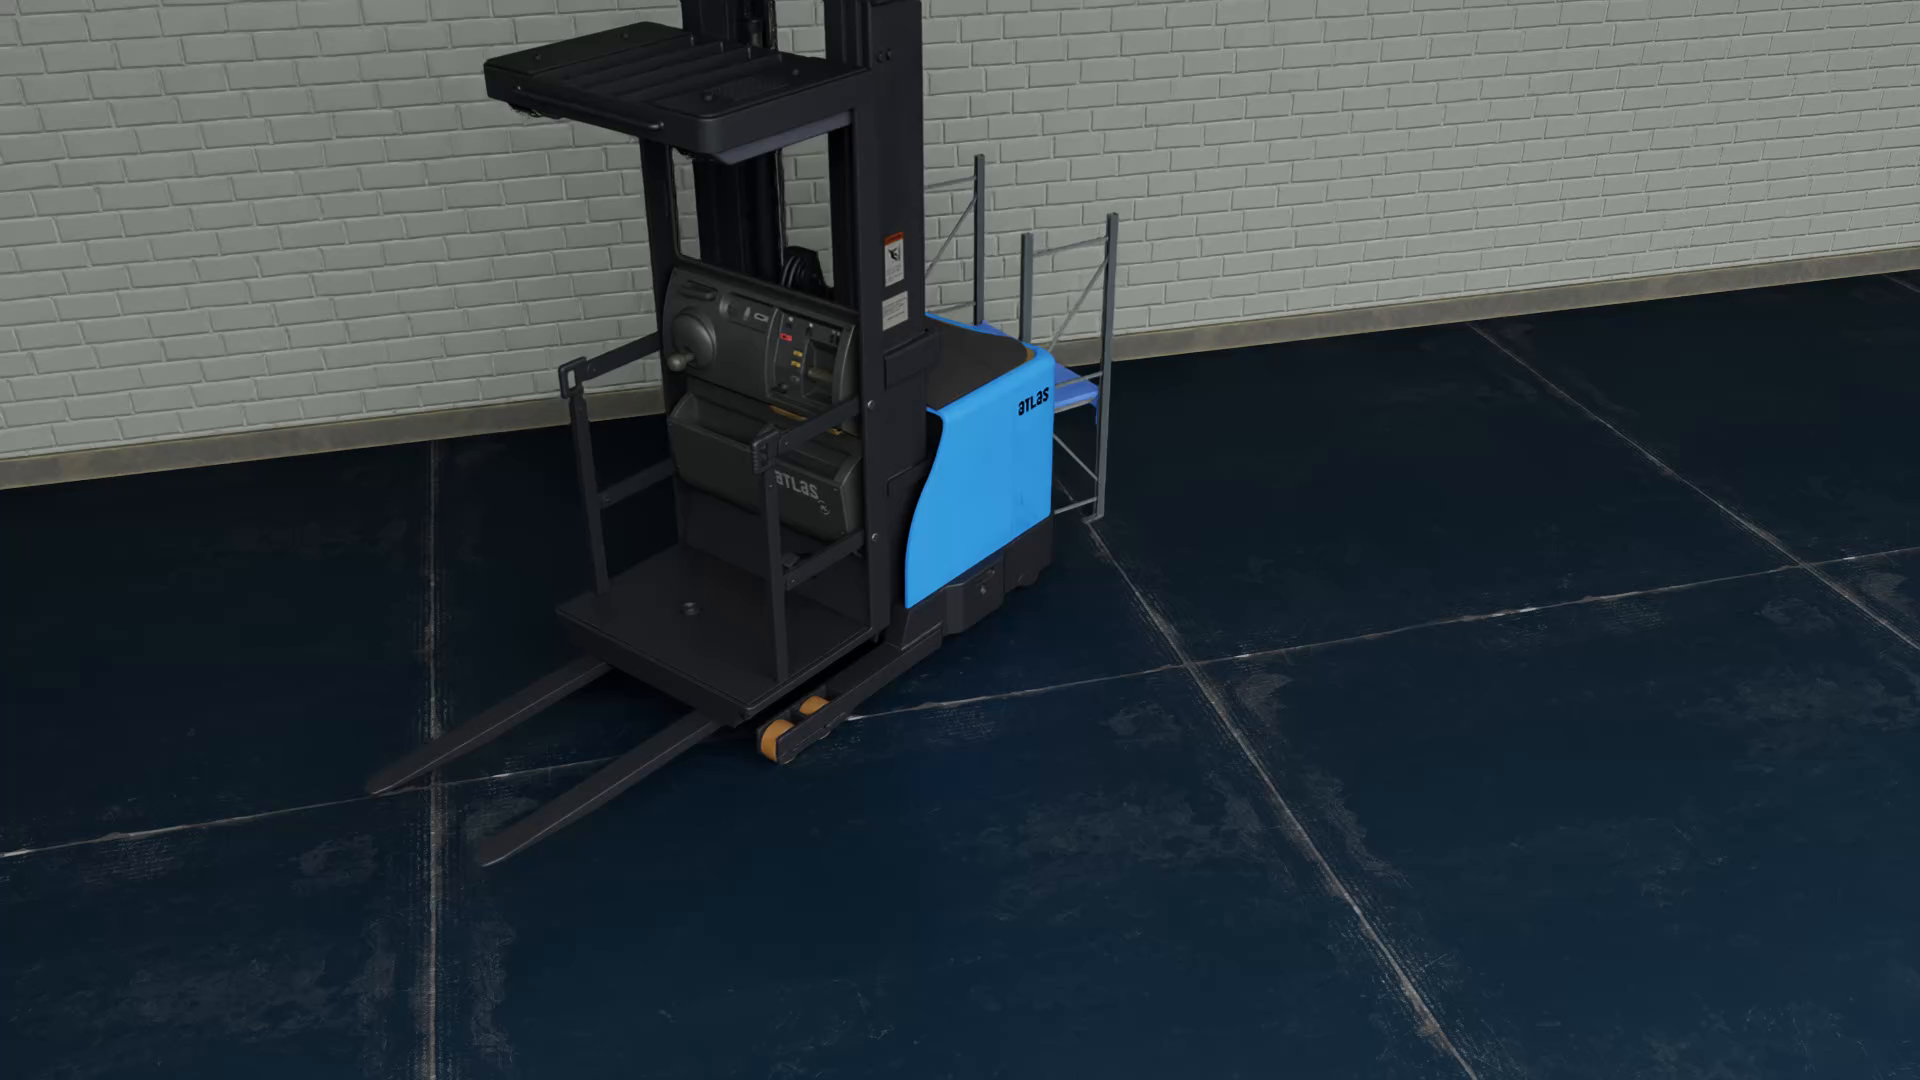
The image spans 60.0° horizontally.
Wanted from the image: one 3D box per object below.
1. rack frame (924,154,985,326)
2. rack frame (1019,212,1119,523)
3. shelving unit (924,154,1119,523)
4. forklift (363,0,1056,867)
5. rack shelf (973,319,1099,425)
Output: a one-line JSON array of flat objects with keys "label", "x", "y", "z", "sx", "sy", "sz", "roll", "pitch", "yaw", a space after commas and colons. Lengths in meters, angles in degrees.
[{"label": "rack frame", "x": -0.096, "y": -1.120, "z": 8.188, "sx": 0.500, "sy": 1.500, "sz": 0.032, "roll": -19, "pitch": 35, "yaw": -29}, {"label": "rack frame", "x": 0.472, "y": -0.698, "z": 7.458, "sx": 0.500, "sy": 1.500, "sz": 0.032, "roll": -19, "pitch": 35, "yaw": -29}, {"label": "shelving unit", "x": 0.188, "y": -0.909, "z": 7.823, "sx": 0.538, "sy": 1.500, "sz": 1.048, "roll": -19, "pitch": 35, "yaw": -29}, {"label": "forklift", "x": -0.889, "y": -0.703, "z": 6.039, "sx": 1.130, "sy": 2.935, "sz": 3.031, "roll": 22, "pitch": 36, "yaw": 32}, {"label": "rack shelf", "x": 0.188, "y": -0.753, "z": 7.913, "sx": 0.538, "sy": 0.185, "sz": 1.000, "roll": -19, "pitch": 35, "yaw": -29}]
